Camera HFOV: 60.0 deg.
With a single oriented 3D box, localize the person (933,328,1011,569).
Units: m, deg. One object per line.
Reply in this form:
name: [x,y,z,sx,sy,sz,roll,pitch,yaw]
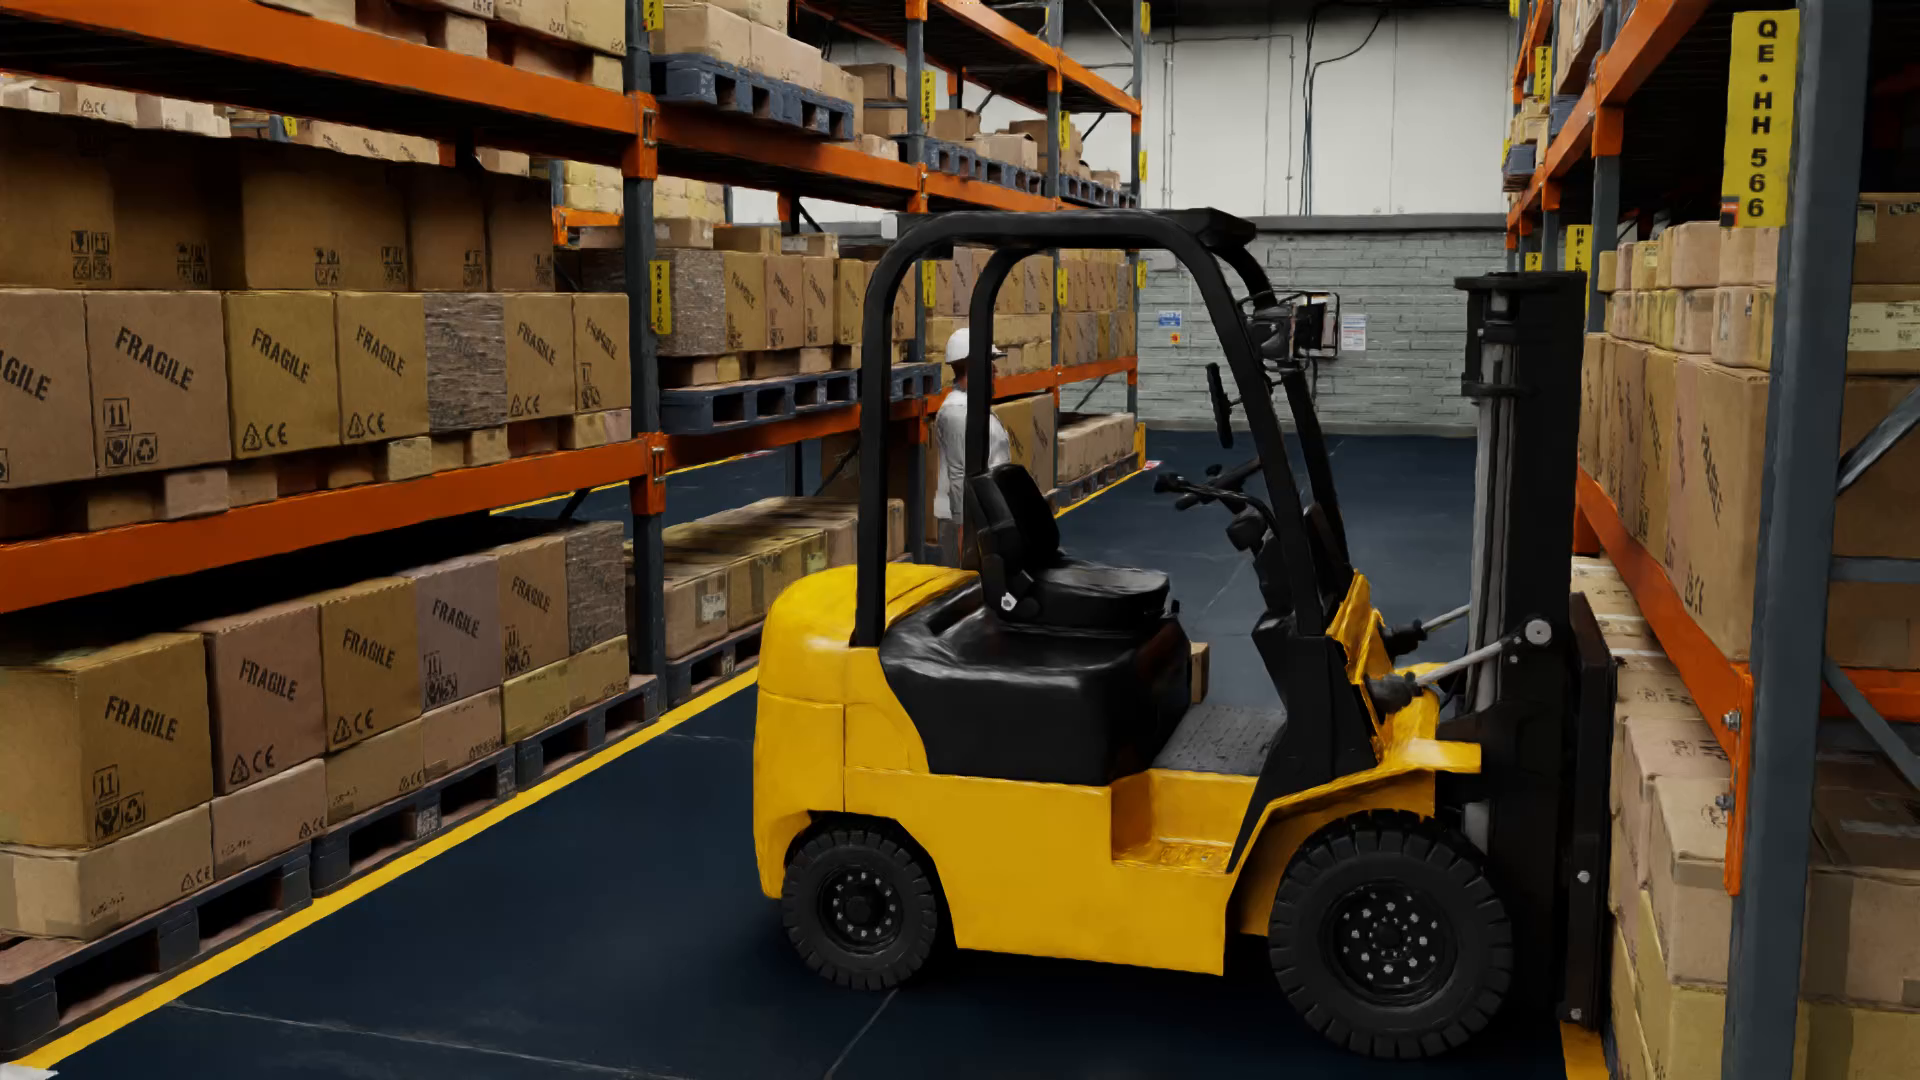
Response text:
person: [0.082,-0.100,7.794,0.441,1.779,0.647,1,8,10]
